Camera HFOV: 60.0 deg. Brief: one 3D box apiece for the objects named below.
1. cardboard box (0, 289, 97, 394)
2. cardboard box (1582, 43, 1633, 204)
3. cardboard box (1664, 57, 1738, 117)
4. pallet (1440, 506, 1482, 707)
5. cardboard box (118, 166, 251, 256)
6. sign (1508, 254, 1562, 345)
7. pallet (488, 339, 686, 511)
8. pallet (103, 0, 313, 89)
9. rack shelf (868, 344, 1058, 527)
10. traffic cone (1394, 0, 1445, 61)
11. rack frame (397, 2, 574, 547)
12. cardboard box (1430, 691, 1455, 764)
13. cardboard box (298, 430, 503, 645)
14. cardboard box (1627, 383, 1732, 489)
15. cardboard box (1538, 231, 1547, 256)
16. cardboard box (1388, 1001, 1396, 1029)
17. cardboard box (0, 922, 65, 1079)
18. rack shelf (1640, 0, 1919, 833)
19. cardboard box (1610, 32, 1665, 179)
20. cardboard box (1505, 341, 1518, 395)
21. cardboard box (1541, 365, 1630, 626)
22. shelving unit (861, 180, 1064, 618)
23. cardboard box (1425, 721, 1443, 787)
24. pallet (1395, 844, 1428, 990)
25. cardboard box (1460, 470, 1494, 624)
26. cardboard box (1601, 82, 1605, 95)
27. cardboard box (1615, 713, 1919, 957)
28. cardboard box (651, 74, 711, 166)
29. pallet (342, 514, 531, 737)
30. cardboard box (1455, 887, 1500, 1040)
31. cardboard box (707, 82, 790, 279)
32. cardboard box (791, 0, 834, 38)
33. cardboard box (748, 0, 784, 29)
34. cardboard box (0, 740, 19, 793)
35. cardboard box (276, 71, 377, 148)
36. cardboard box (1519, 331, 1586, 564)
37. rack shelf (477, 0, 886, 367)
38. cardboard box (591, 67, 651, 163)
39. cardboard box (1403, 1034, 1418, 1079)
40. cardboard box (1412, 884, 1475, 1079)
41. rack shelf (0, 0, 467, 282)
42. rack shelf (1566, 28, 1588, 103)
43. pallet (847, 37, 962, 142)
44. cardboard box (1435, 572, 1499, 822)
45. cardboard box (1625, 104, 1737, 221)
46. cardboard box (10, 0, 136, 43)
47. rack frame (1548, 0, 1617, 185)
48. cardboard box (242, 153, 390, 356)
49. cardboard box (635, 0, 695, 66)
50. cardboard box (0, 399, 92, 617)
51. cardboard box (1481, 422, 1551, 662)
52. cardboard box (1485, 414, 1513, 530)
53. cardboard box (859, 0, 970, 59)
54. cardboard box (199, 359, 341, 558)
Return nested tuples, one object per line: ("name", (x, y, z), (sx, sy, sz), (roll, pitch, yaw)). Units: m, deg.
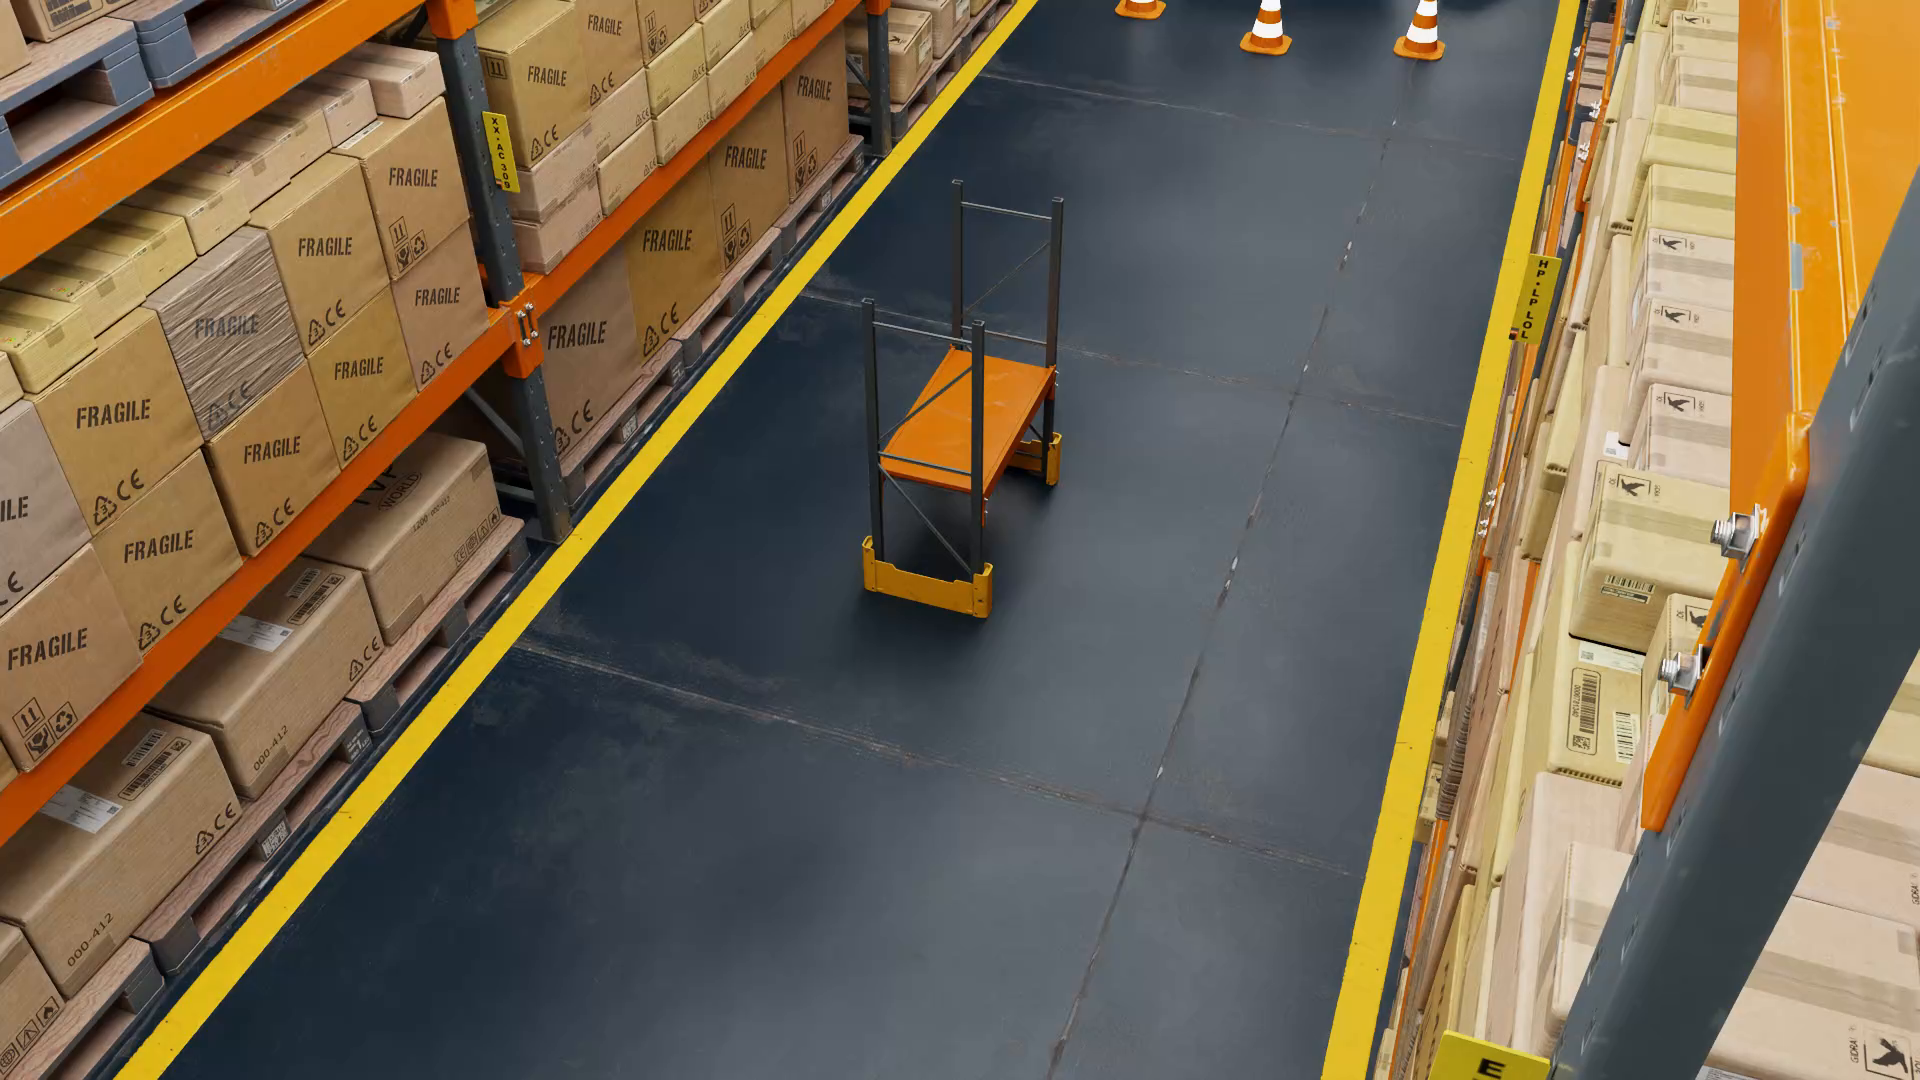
("cardboard box", (-2.708, -0.574, 4.718), (0.380, 0.149, 0.250), (12, 42, 14))
("cardboard box", (1.988, -1.080, 4.463), (0.500, 0.250, 0.500), (15, 43, 17))
("cardboard box", (1.710, -0.887, 3.545), (0.380, 0.149, 0.250), (12, 42, 14))
("pallet", (2.659, 0.366, 7.113), (1.003, 0.211, 1.213), (13, 42, 15))
("cardboard box", (-2.506, -1.058, 5.286), (0.380, 0.149, 0.250), (13, 42, 15))
("sign", (1.872, -0.782, 5.417), (0.100, 0.325, 0.005), (13, 42, 15))
("pallet", (-2.099, -0.684, 8.342), (1.003, 0.211, 1.213), (13, 42, 15))
("pallet", (-2.581, -1.868, 5.339), (1.003, 0.211, 1.213), (13, 42, 15))
("rack shelf", (0.029, -0.486, 7.395), (0.538, 0.185, 1.000), (13, 42, 15))
("traffic cone", (3.253, -3.652, 11.627), (0.336, 0.463, 0.334), (13, 42, 15))
("rack frame", (-2.292, -1.257, 6.866), (1.000, 3.000, 0.127), (13, 42, 15))
("cardboard box", (1.970, 0.742, 6.167), (0.380, 0.149, 0.250), (15, 43, 17))
("cardboard box", (-2.607, -0.083, 7.140), (0.875, 0.438, 0.875), (13, 42, 14))
("cardboard box", (1.260, -0.086, 2.606), (0.380, 0.149, 0.250), (12, 42, 14))
("cardboard box", (2.944, -1.179, 7.799), (0.500, 0.250, 0.500), (14, 42, 15))
("cardboard box", (1.563, 1.656, 5.325), (0.380, 0.149, 0.250), (12, 42, 14))
("cardboard box", (-3.528, 1.573, 5.200), (0.875, 0.438, 0.875), (12, 42, 14))
("rack shelf", (1.711, -1.008, 2.508), (1.077, 0.370, 4.000), (13, 42, 15))
("cardboard box", (1.829, -0.951, 3.927), (0.500, 0.250, 0.500), (13, 42, 15))
("cardboard box", (2.941, -0.872, 8.017), (0.500, 0.500, 0.500), (12, 42, 14))
("cardboard box", (1.296, -0.016, 2.831), (0.500, 0.250, 0.500), (14, 42, 16))
("shelving unit", (0.026, -0.617, 7.271), (0.587, 1.500, 1.083), (13, 42, 15))
("cardboard box", (1.968, 0.855, 6.263), (0.380, 0.149, 0.250), (12, 42, 13))
("pallet", (2.198, 1.258, 6.066), (1.003, 0.211, 1.213), (13, 42, 15))
("cardboard box", (2.411, 0.064, 6.920), (0.500, 0.500, 0.500), (13, 42, 14))
("cardboard box", (3.236, -2.168, 7.803), (0.380, 0.149, 0.250), (15, 43, 17))
("cardboard box", (1.020, 0.392, 2.045), (0.380, 0.149, 0.250), (14, 42, 16))
("cardboard box", (-1.527, -2.035, 7.893), (0.500, 0.250, 0.500), (13, 42, 15))
("pallet", (-2.625, 0.250, 7.248), (1.003, 0.211, 1.213), (13, 42, 15))
("cardboard box", (0.934, 0.799, 2.260), (0.500, 0.250, 0.500), (12, 42, 14))
("cardboard box", (-1.547, -2.102, 9.170), (0.875, 0.875, 0.875), (14, 42, 16))
("cardboard box", (-1.013, -2.959, 8.976), (0.500, 0.250, 0.500), (14, 42, 16))
("cardboard box", (-1.178, -2.848, 8.461), (0.500, 0.250, 0.500), (12, 42, 14))
("cardboard box", (-3.079, 0.601, 4.611), (0.500, 0.500, 0.500), (13, 42, 14))
("cardboard box", (-2.290, -1.527, 5.835), (0.380, 0.149, 0.250), (14, 43, 16))
("cardboard box", (1.447, -0.142, 3.363), (0.500, 0.250, 0.500), (15, 43, 17))
("rack shelf", (-1.608, -2.203, 8.529), (1.077, 0.370, 4.000), (13, 42, 15))
("cardboard box", (-1.724, -1.920, 7.374), (0.500, 0.250, 0.500), (14, 42, 16))
("cardboard box", (1.119, 1.424, 3.417), (0.500, 0.500, 0.500), (13, 42, 14))
("cardboard box", (1.123, 1.045, 3.092), (0.500, 0.500, 0.500), (12, 42, 14))
("rack shelf", (-2.976, -0.905, 4.696), (1.077, 0.370, 4.000), (13, 42, 15))
("rack shelf", (4.446, -3.606, 10.173), (1.077, 0.370, 4.000), (13, 42, 15))
("pallet", (-0.655, -3.112, 11.189), (1.003, 0.211, 1.213), (13, 42, 15))
("cardboard box", (1.620, 0.477, 4.527), (0.500, 0.500, 0.500), (12, 42, 14))
("cardboard box", (1.573, -0.731, 3.362), (0.380, 0.149, 0.250), (15, 43, 17))
("cardboard box", (-2.723, -1.806, 4.718), (0.797, 0.503, 0.637), (16, 43, 18))
("rack frame", (3.762, -2.660, 8.510), (1.000, 3.000, 0.127), (13, 42, 15))
("cardboard box", (-2.375, -1.019, 5.739), (0.500, 0.500, 0.500), (13, 42, 14))
("cardboard box", (-1.549, -2.502, 7.478), (0.500, 0.500, 0.500), (12, 42, 14))
("cardboard box", (-2.889, -0.098, 4.660), (0.500, 0.500, 0.500), (13, 42, 15))
("cardboard box", (1.647, 0.089, 4.211), (0.500, 0.500, 0.500), (14, 42, 16))
("cardboard box", (2.412, -0.225, 6.680), (0.500, 0.250, 0.500), (12, 42, 14))
("cardboard box", (-0.477, -3.651, 11.373), (0.950, 0.372, 0.625), (13, 42, 14))
("cardboard box", (-2.539, -0.331, 5.703), (0.500, 0.500, 0.500), (13, 42, 14))
